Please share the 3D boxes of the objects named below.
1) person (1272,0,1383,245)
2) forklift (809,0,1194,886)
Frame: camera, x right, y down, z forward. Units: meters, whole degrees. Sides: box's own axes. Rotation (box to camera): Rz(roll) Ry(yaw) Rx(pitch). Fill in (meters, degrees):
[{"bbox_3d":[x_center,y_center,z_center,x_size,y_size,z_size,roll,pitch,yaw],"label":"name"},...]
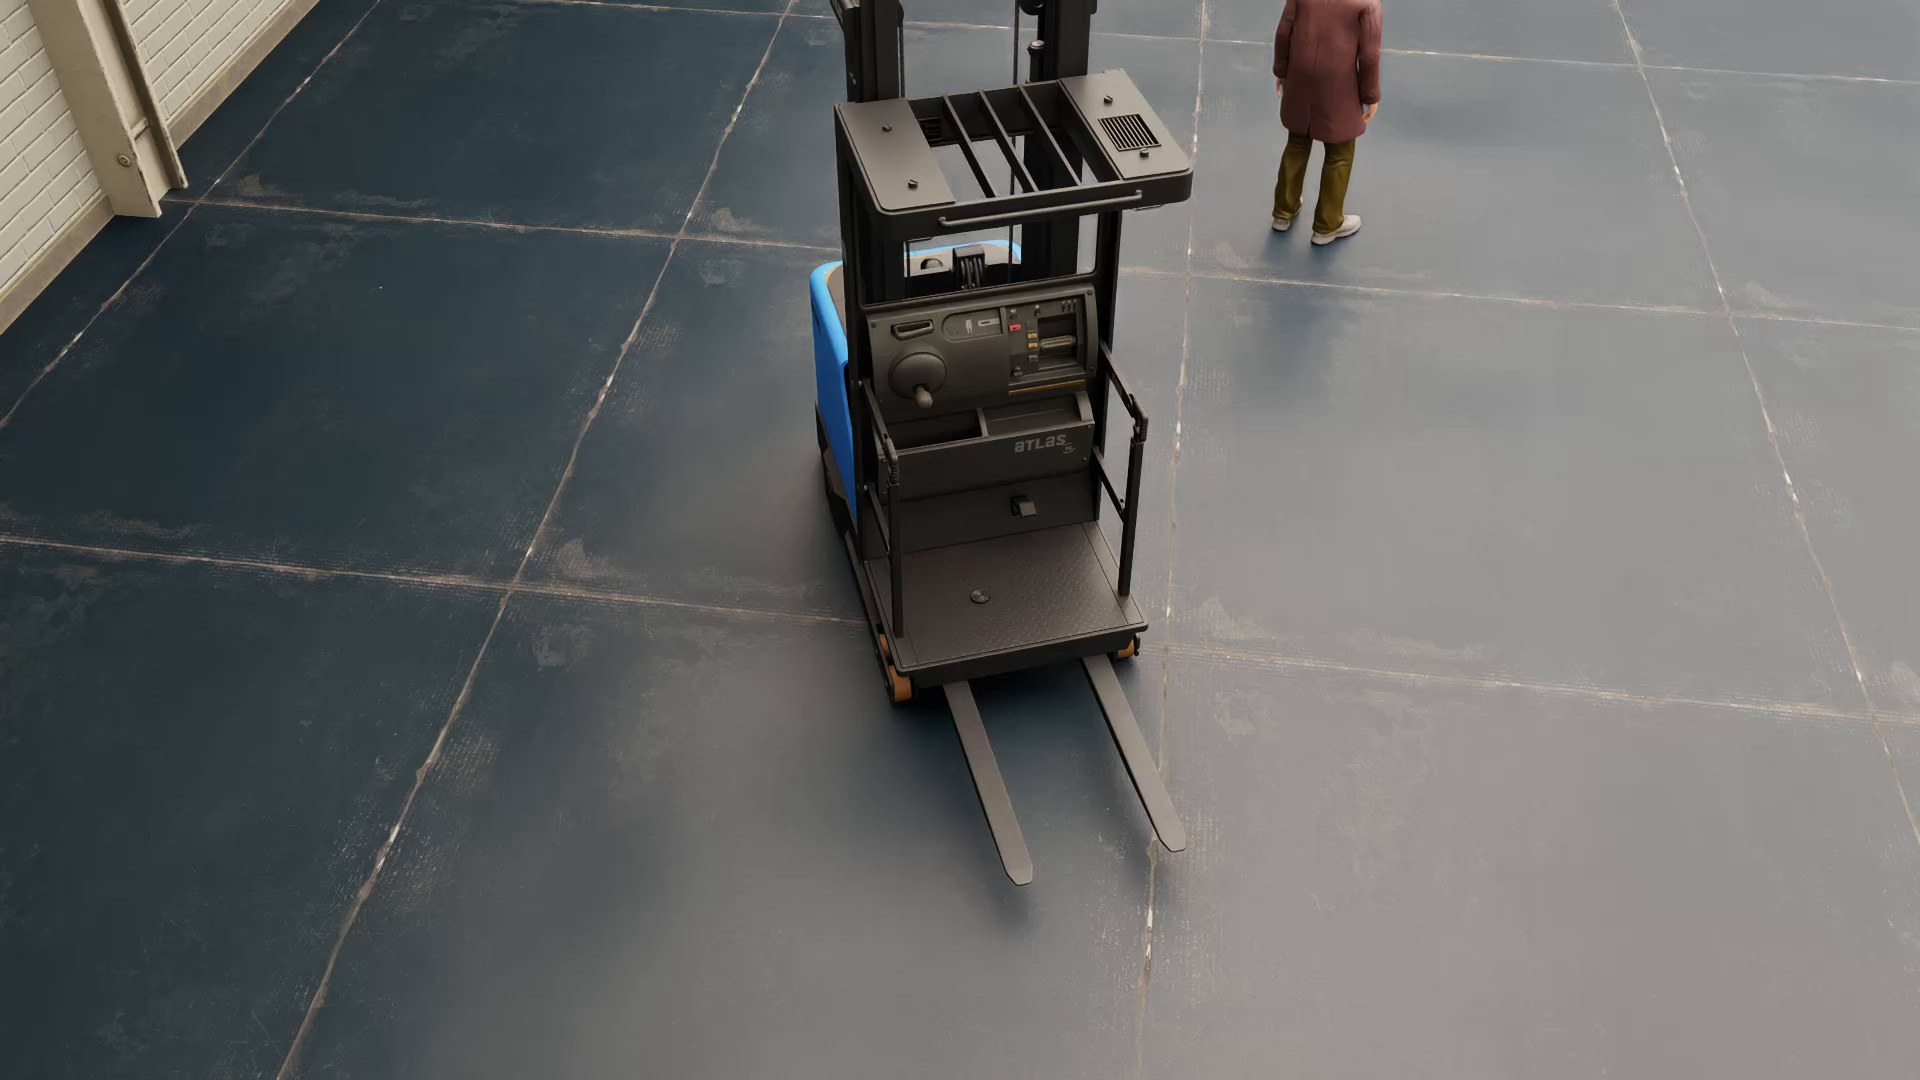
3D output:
[{"bbox_3d":[2.049,-2.537,9.341,0.655,1.774,0.422,27,49,26],"label":"person"},{"bbox_3d":[0.153,-0.681,6.465,1.130,2.935,3.031,-10,44,-11],"label":"forklift"}]
